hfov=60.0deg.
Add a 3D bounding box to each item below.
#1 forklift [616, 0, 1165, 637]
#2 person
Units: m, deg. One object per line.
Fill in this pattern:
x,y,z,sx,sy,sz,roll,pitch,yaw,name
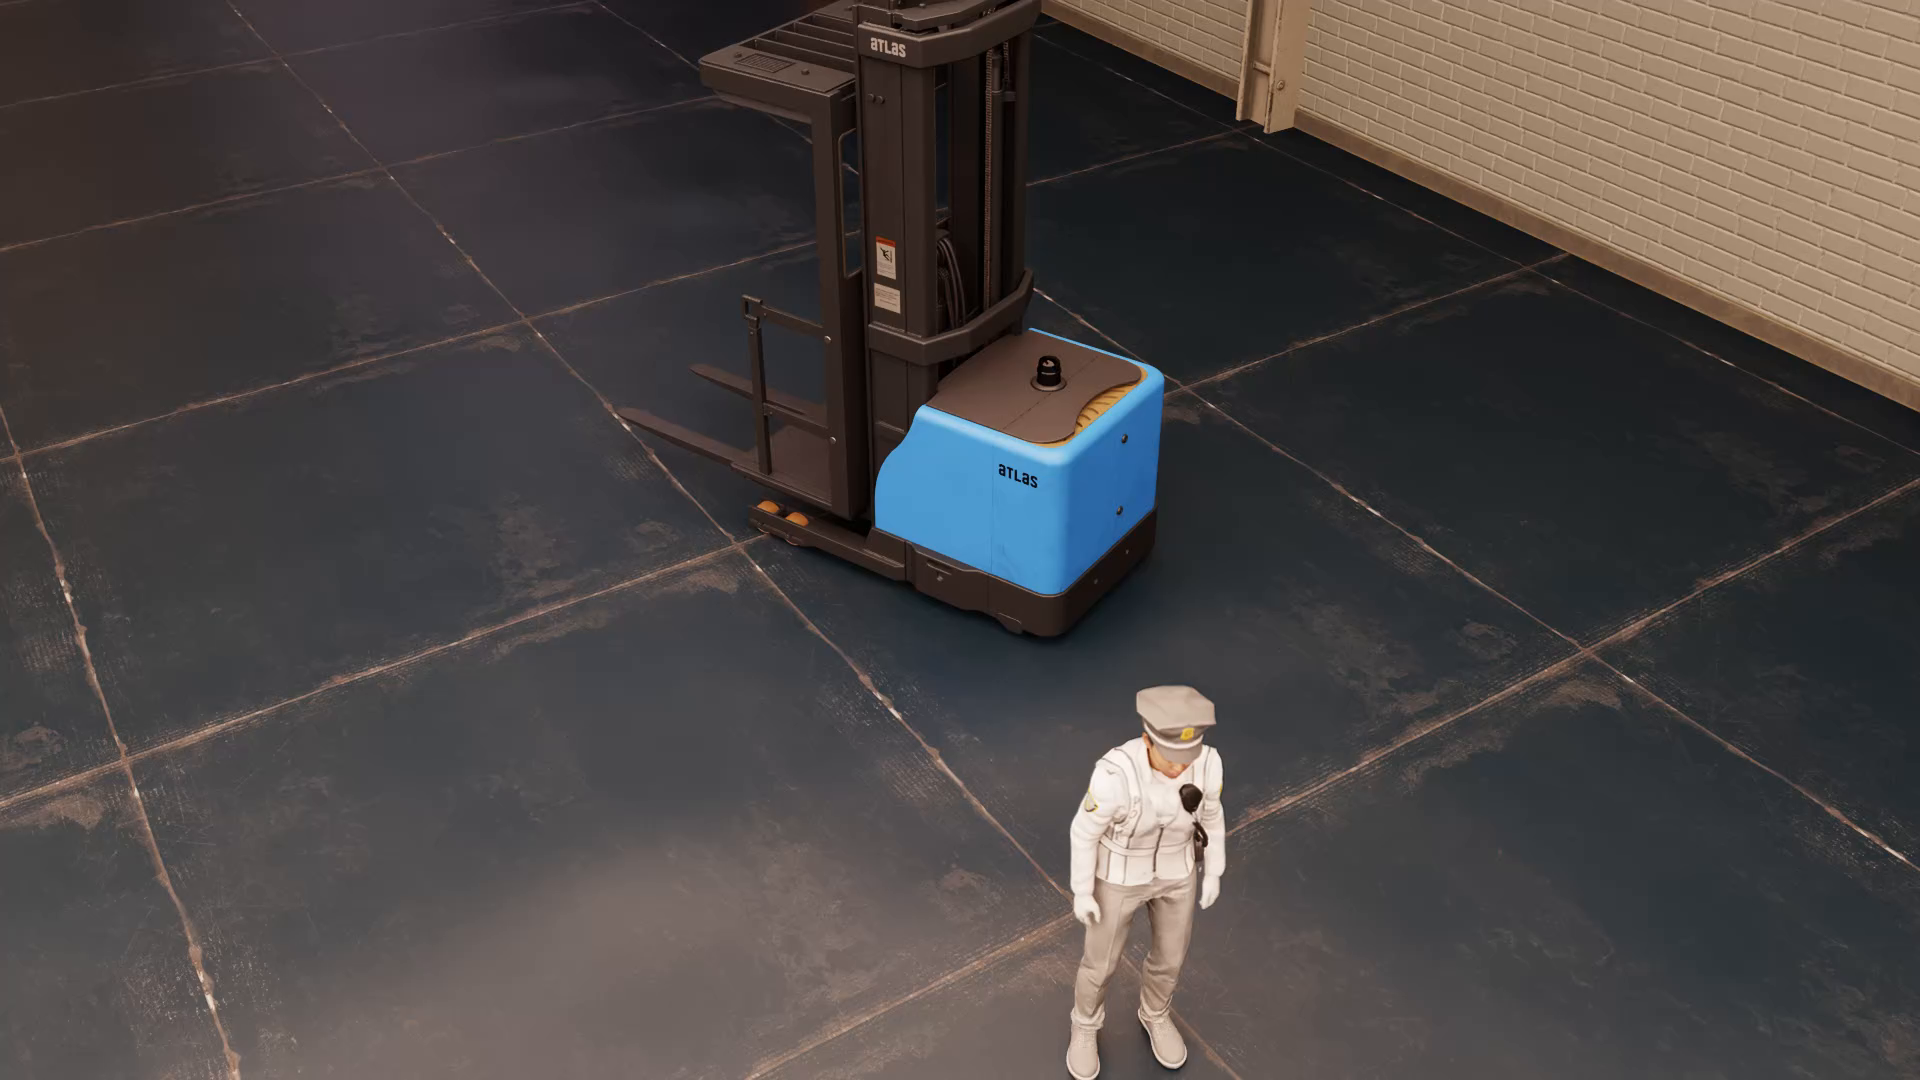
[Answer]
-0.500,-1.399,8.138,3.031,2.935,1.130,22,41,28,forklift
0.633,1.148,5.619,0.538,1.663,0.377,-6,36,-9,person
